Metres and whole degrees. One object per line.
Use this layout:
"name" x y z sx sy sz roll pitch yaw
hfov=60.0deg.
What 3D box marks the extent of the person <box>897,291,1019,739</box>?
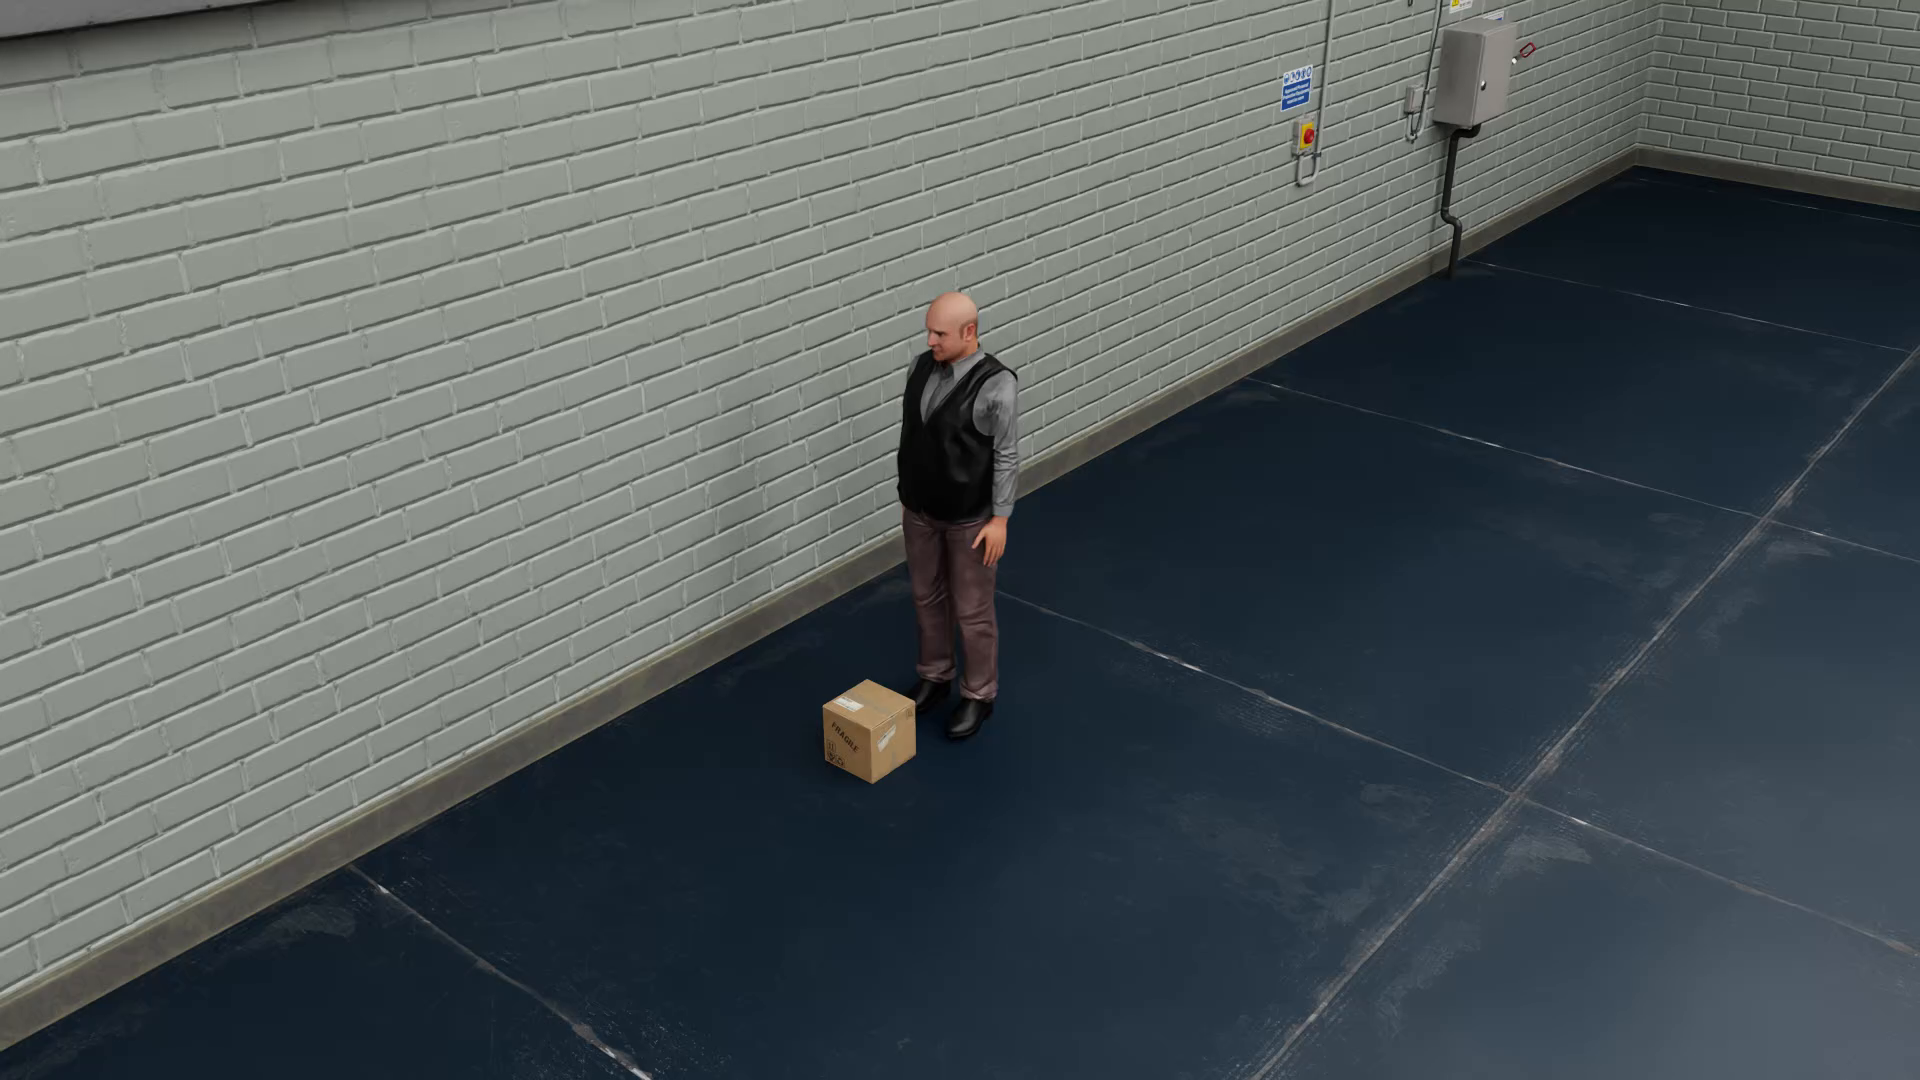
"person" -0.043 -0.102 6.315 0.546 1.725 0.403 21 34 35
